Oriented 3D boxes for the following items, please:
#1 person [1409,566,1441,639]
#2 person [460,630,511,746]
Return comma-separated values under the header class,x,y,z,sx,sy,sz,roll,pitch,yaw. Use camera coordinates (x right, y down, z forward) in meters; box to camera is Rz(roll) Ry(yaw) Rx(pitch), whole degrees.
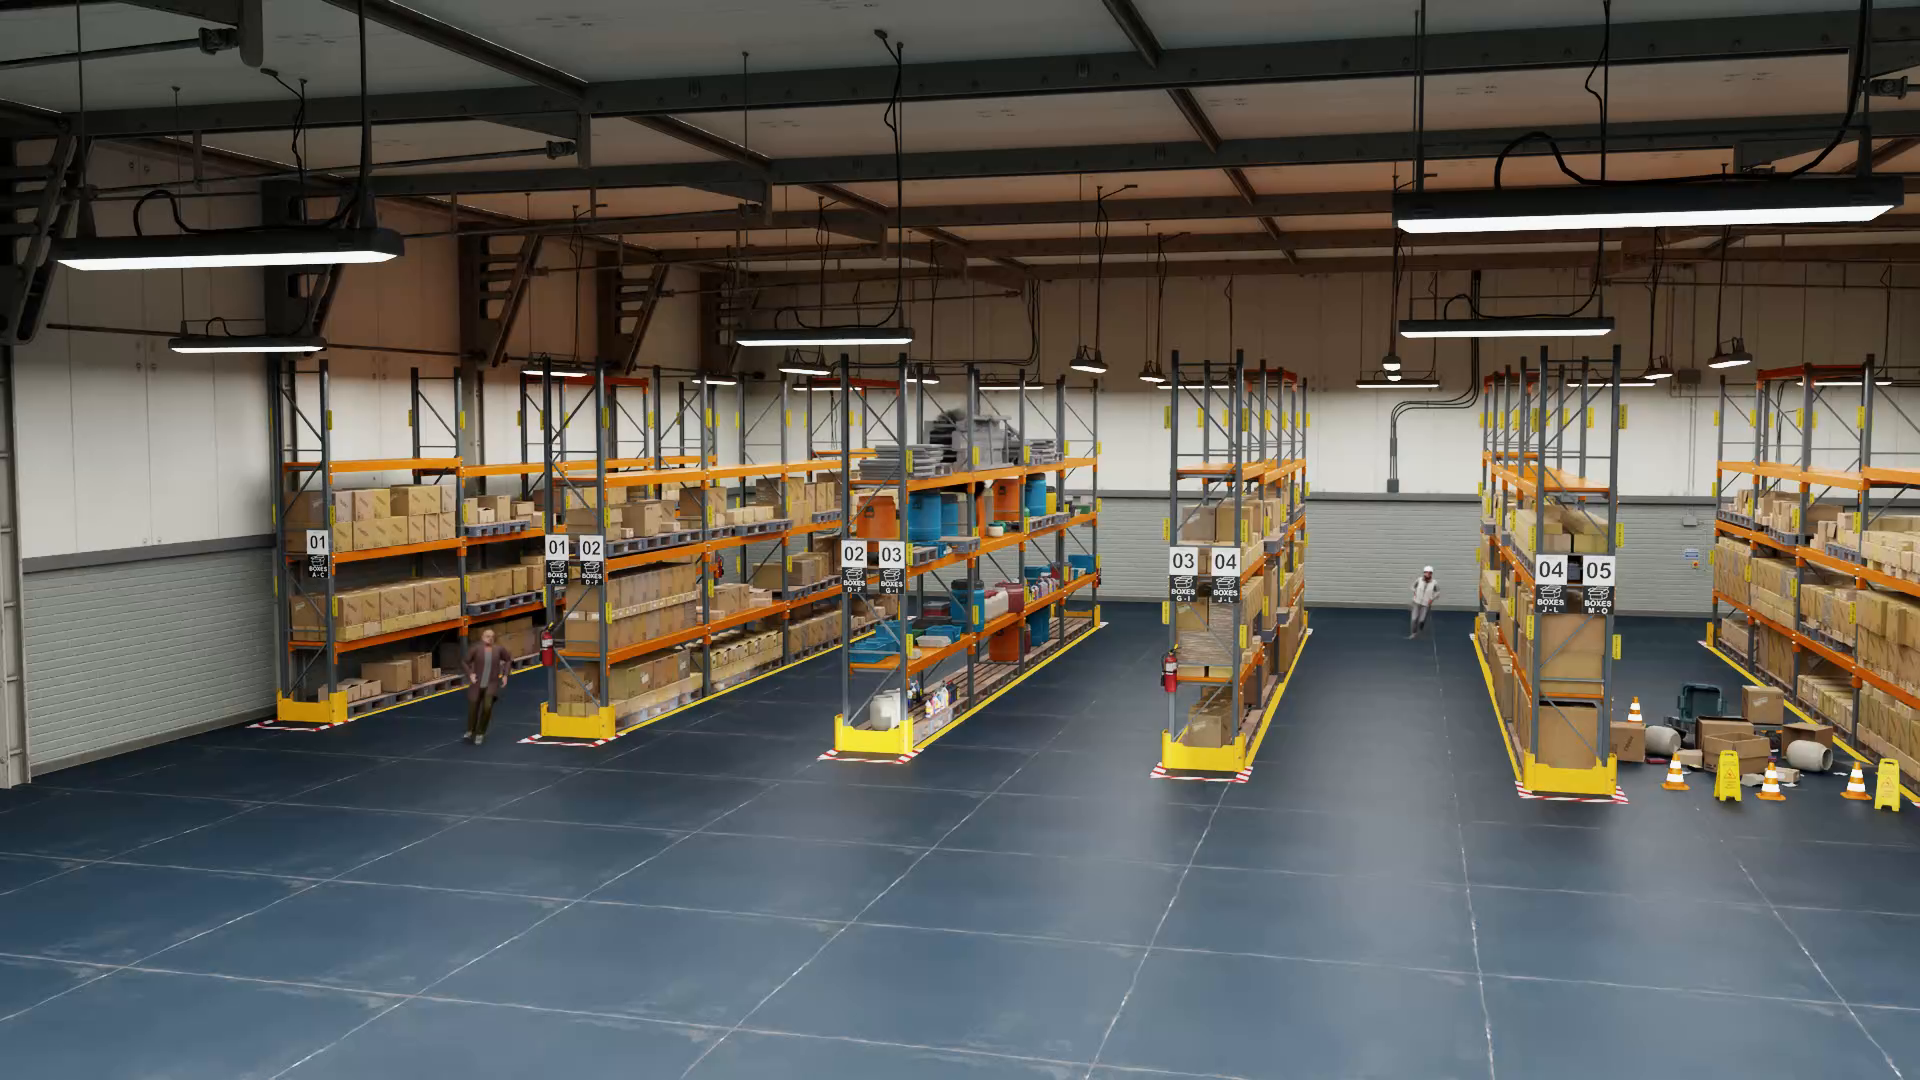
class,x,y,z,sx,sy,sz,roll,pitch,yaw
person,10.580,1.435,37.922,0.665,1.691,0.598,2,5,28
person,-7.380,2.287,25.880,0.763,1.781,0.727,-1,4,-14
